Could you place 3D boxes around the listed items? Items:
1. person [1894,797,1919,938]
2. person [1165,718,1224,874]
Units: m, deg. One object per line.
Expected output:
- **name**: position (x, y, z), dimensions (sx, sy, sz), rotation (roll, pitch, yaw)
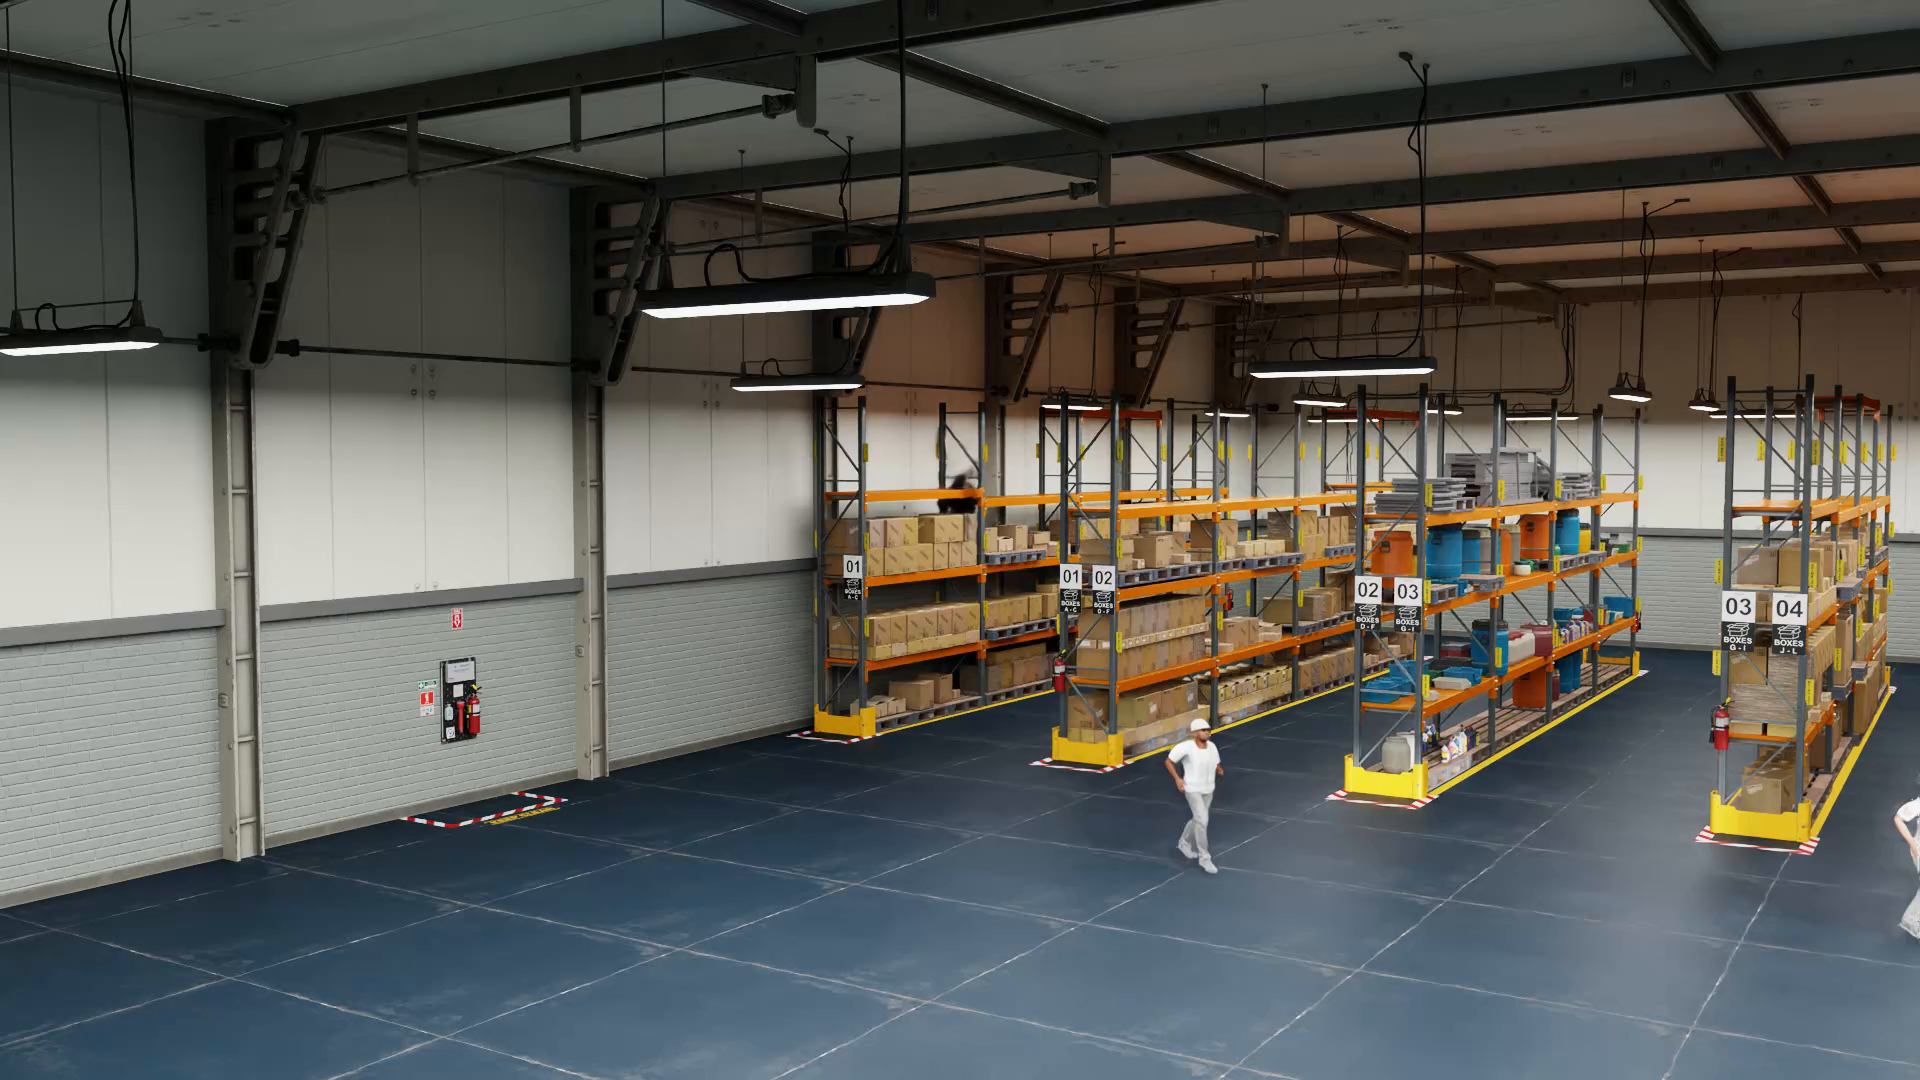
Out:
- **person**: position (9.890, 3.256, 16.814), dimensions (0.625, 1.862, 0.769), rotation (-1, 3, -21)
- **person**: position (2.893, 3.046, 20.091), dimensions (0.687, 1.793, 0.827), rotation (-2, 4, -34)
